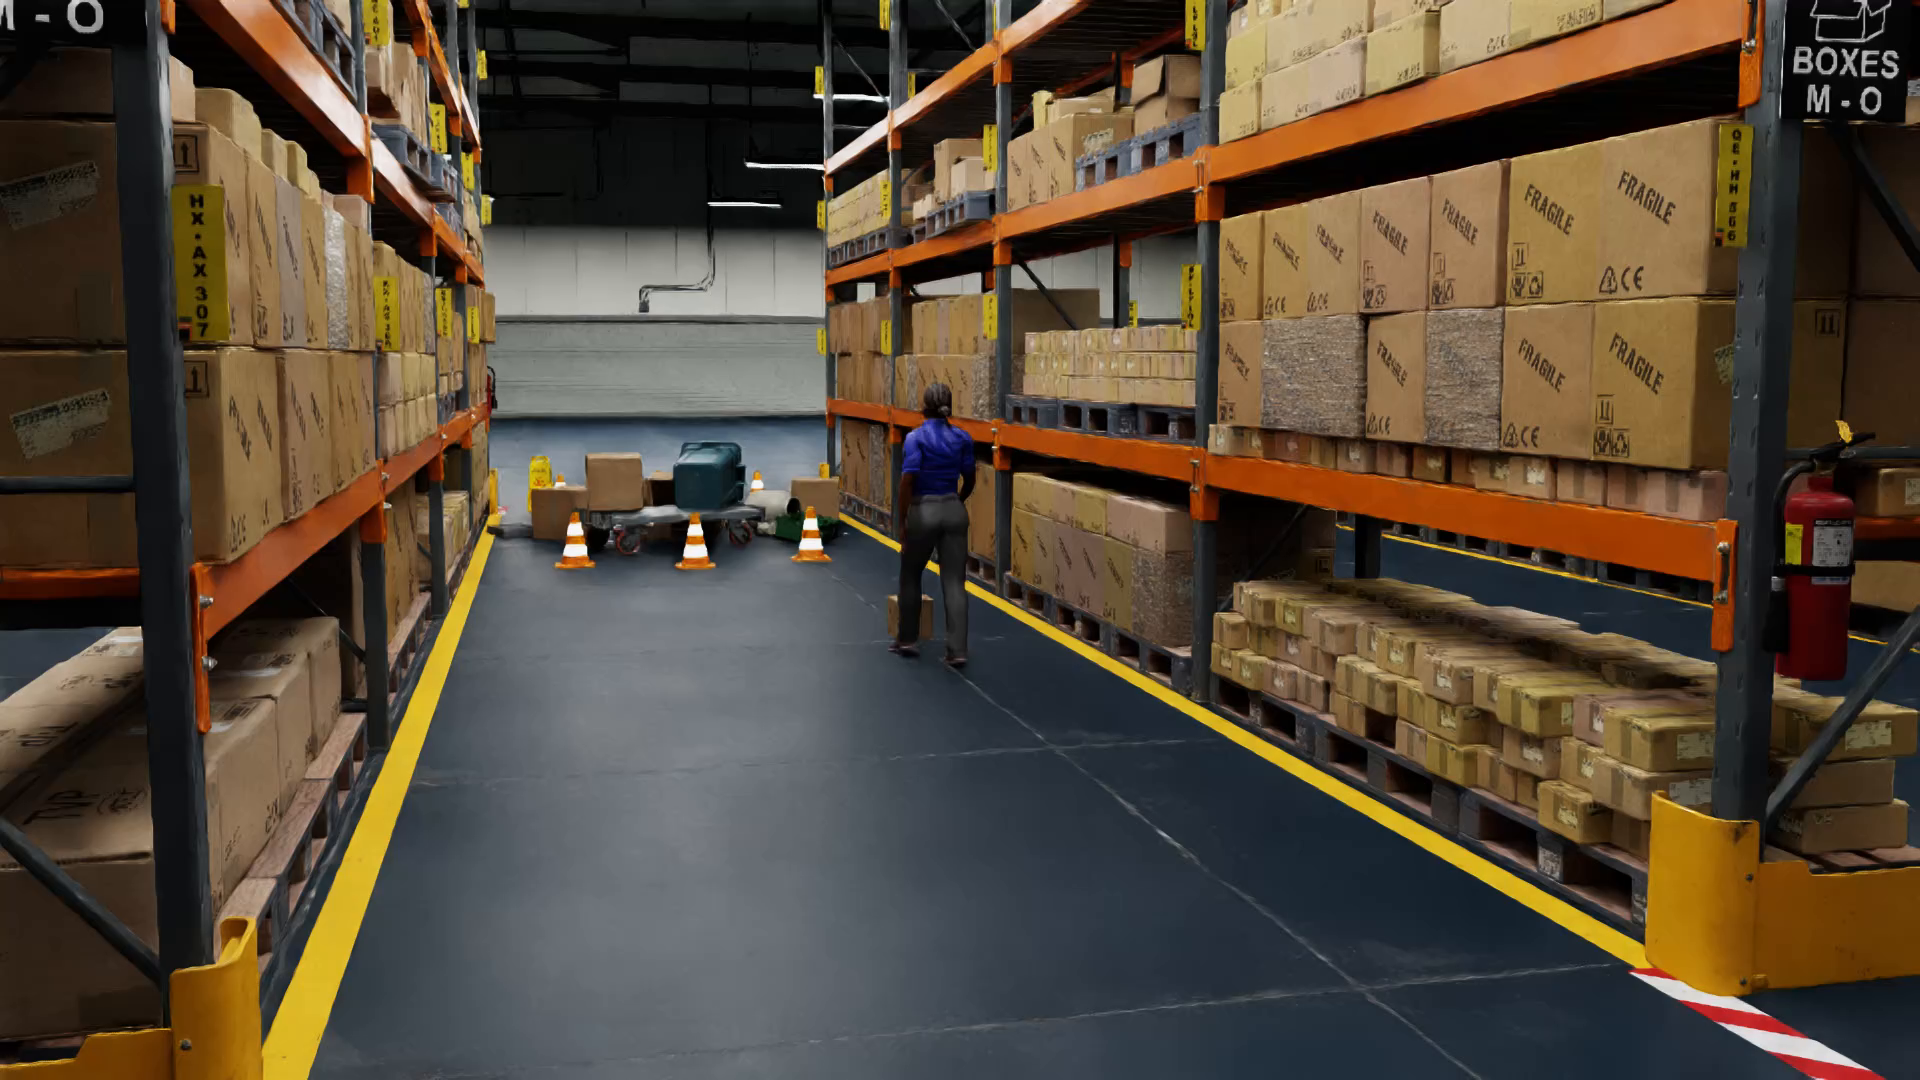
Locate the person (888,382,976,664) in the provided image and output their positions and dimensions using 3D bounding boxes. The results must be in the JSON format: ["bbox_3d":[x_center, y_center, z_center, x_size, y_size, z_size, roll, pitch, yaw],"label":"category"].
[{"bbox_3d":[-0.187,-0.108,9.803,0.518,1.644,0.750,-2,7,-20],"label":"person"}]
